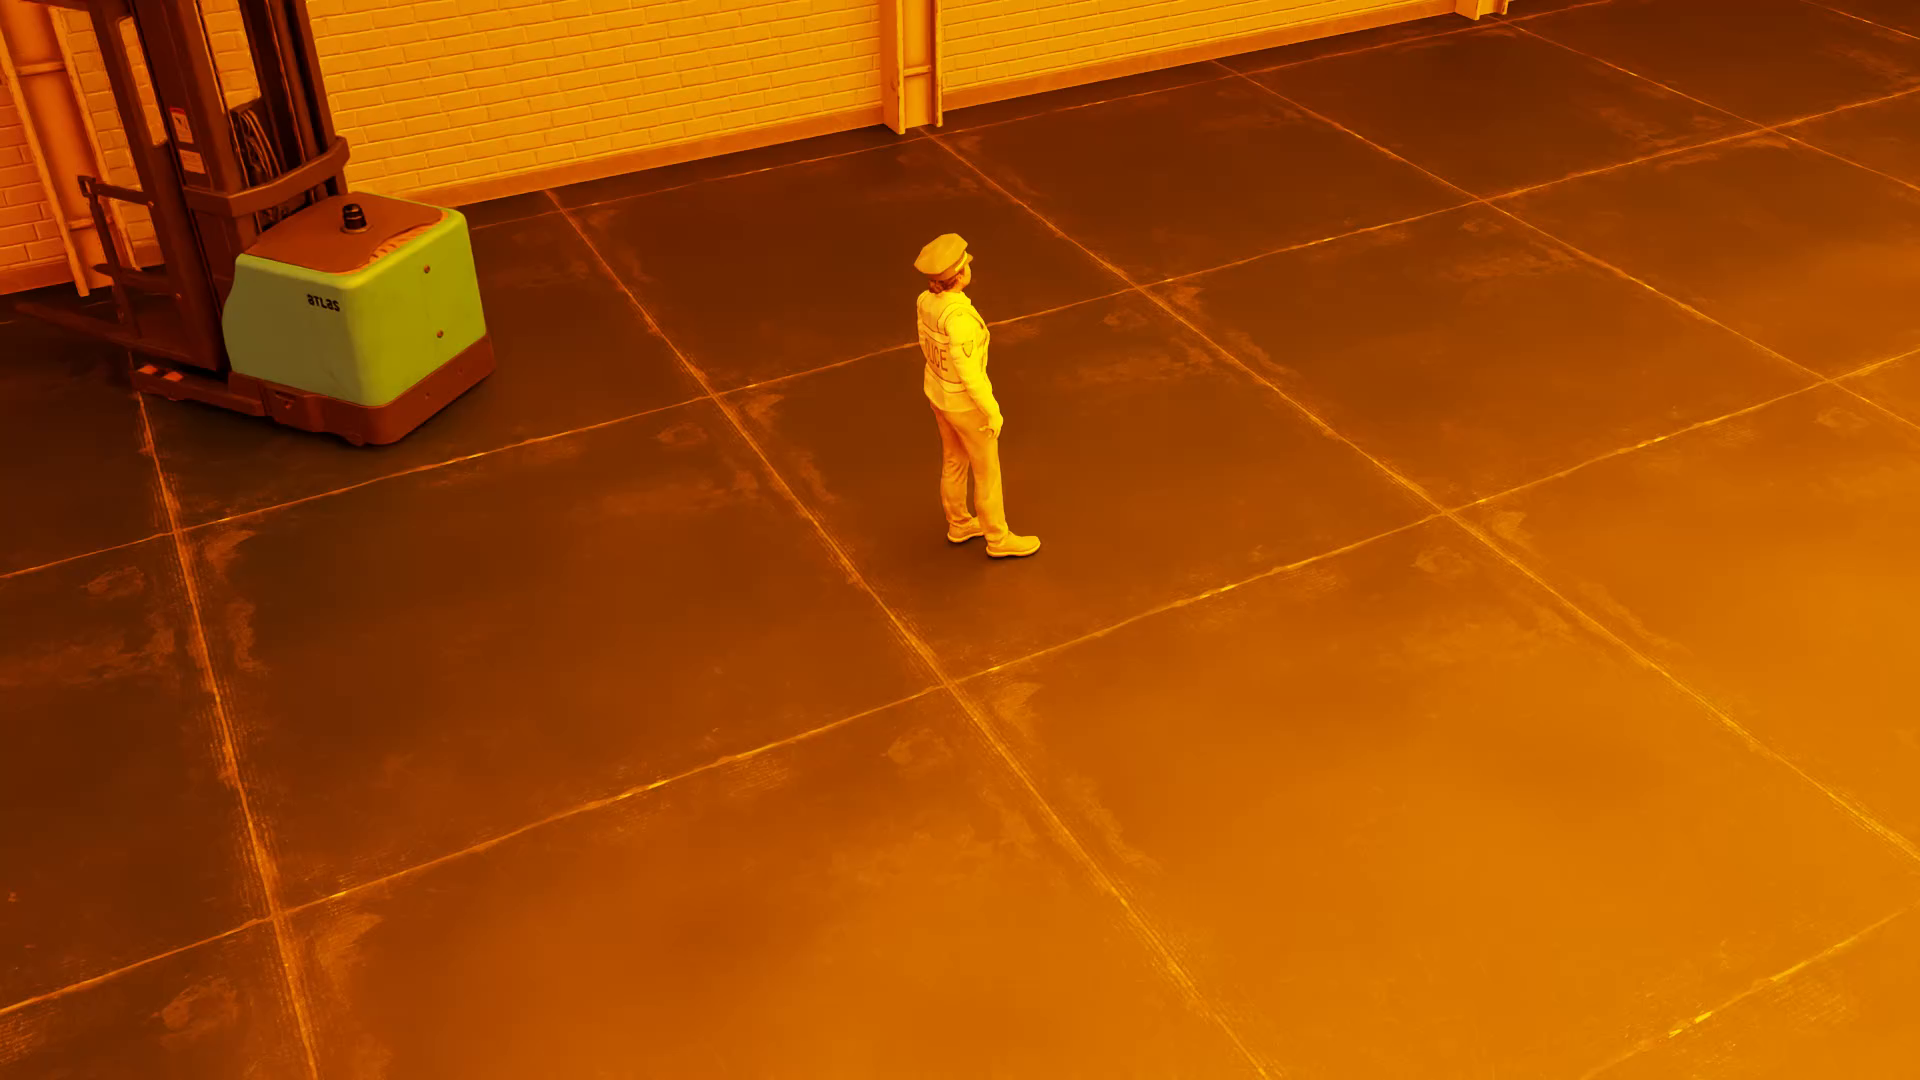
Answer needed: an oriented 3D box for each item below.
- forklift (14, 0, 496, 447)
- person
[{"bbox_3d":[-4.356,-2.281,9.350,3.031,2.935,1.130,14,38,19],"label":"forklift"},{"bbox_3d":[0.063,-0.713,8.191,0.531,1.695,0.587,-17,39,-23],"label":"person"}]
